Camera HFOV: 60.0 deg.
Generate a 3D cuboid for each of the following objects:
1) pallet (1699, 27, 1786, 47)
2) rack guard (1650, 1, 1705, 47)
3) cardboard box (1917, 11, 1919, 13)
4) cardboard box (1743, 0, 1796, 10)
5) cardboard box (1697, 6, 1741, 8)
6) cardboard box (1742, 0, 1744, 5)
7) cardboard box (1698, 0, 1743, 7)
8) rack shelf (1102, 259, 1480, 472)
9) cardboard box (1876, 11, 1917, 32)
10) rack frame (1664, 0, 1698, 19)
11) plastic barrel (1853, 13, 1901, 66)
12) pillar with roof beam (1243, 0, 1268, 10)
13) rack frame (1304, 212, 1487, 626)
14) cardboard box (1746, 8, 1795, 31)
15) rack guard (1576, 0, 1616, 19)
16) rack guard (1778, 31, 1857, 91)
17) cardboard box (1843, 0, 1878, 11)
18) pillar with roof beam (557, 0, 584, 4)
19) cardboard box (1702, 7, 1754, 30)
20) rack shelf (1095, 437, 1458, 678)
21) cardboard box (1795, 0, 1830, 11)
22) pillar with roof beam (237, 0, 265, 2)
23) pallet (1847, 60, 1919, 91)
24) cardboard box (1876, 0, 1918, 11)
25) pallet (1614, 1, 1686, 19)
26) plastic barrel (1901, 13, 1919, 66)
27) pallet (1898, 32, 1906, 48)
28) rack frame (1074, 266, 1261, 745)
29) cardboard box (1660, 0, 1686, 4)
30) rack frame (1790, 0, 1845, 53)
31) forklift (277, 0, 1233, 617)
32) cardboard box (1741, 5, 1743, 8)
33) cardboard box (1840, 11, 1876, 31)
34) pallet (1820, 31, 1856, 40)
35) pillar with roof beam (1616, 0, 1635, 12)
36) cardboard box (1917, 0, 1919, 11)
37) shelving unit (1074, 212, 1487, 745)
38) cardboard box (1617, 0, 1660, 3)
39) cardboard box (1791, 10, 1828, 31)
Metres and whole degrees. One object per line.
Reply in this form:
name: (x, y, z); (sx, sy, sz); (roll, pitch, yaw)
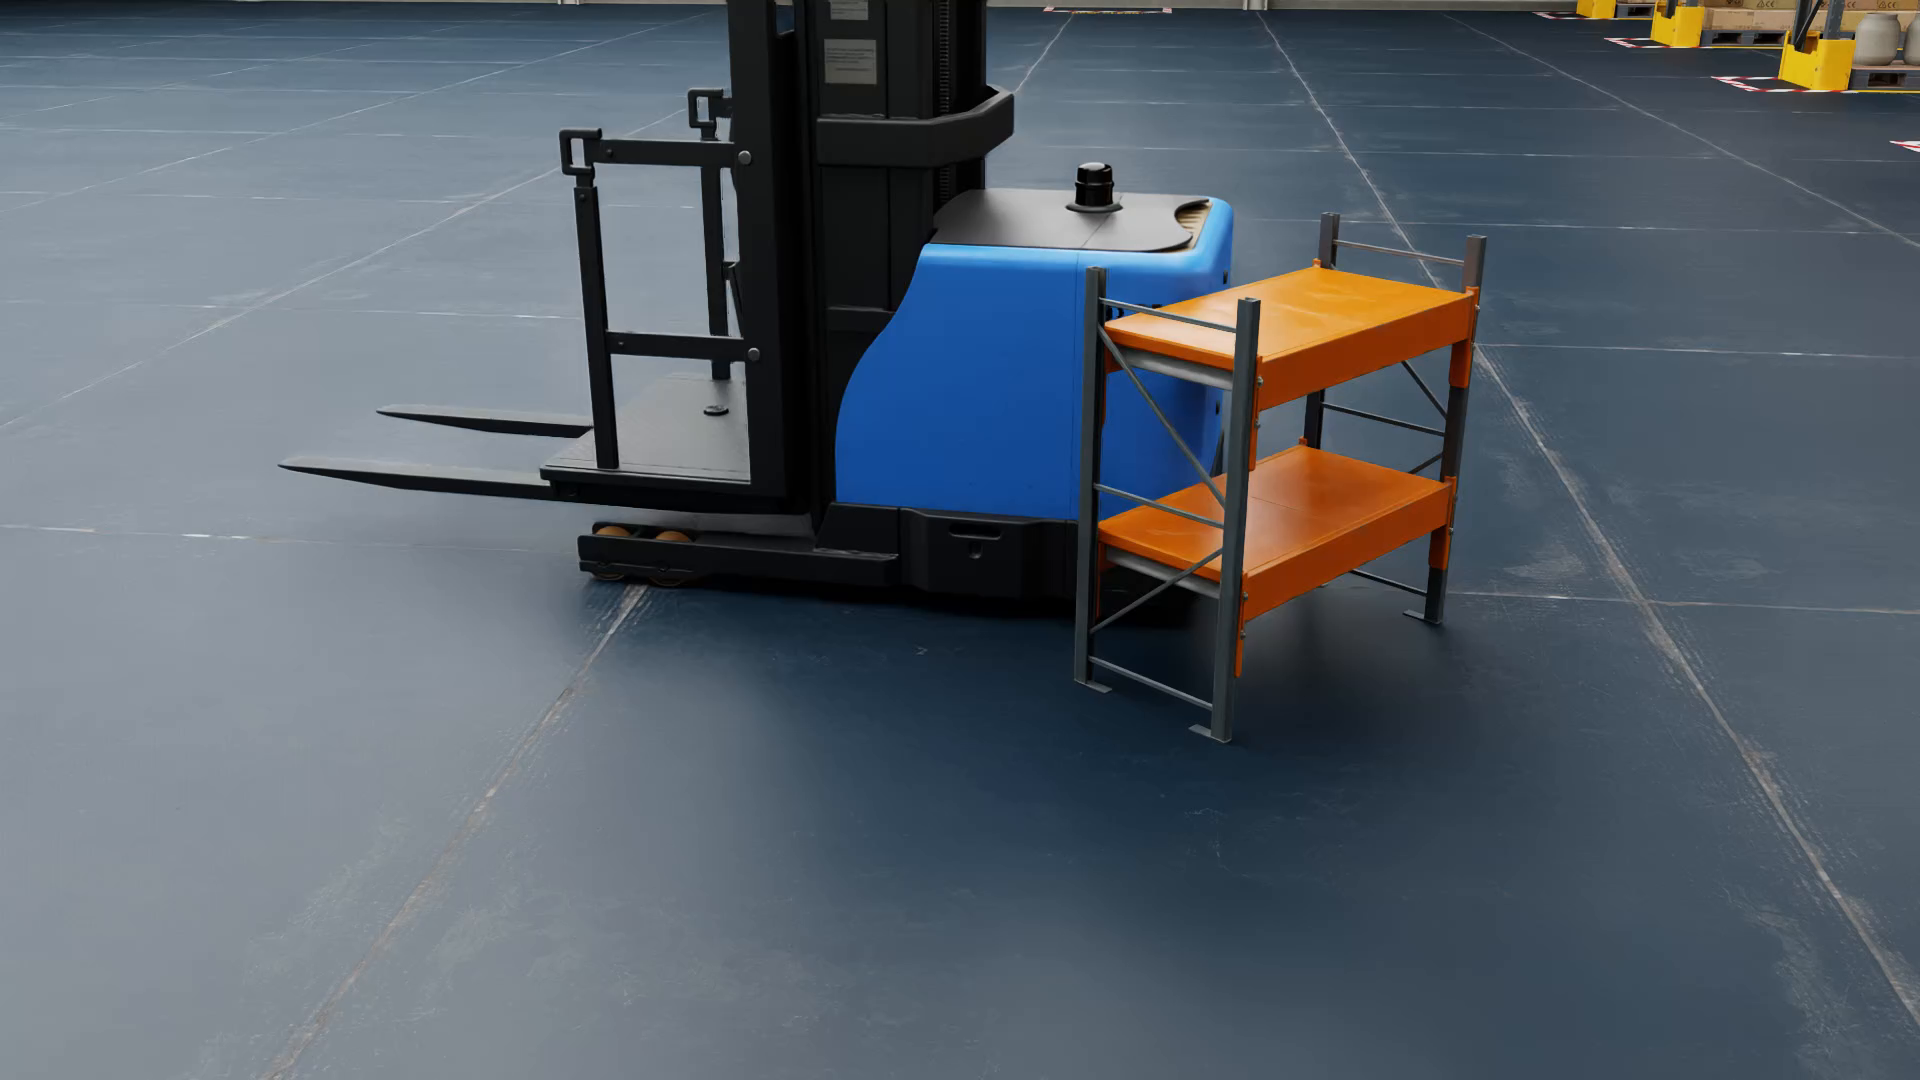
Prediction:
pallet: (10.357, -6.739, 22.197); (1.213, 0.211, 1.003); (2, 22, 6)
rack guard: (9.569, -6.892, 22.192); (0.348, 0.500, 1.175); (2, 22, 6)
cardboard box: (12.583, -6.762, 21.633); (0.500, 0.250, 0.500); (2, 22, 6)
cardboard box: (10.596, -7.193, 21.703); (0.500, 0.500, 0.500); (2, 22, 6)
cardboard box: (10.160, -7.054, 22.372); (0.500, 0.250, 0.500); (2, 22, 6)
cardboard box: (12.137, -8.767, 26.336); (0.500, 0.500, 0.700); (1, 22, 3)
cardboard box: (10.160, -7.404, 22.236); (0.500, 0.500, 0.500); (2, 22, 6)
rack shelf: (0.854, -0.485, 4.341); (1.000, 0.278, 0.538); (-20, 29, -41)
cardboard box: (12.085, -6.778, 21.674); (0.500, 0.250, 0.500); (2, 22, 6)
rack frame: (9.592, -8.053, 21.730); (0.127, 3.000, 1.000); (2, 22, 6)
plastic barrel: (9.668, -5.283, 17.534); (0.421, 0.512, 0.421); (0, 22, 0)
pillar with roof beam: (4.504, -11.625, 22.605); (0.400, 9.000, 9.100); (2, 22, 6)
rack frame: (1.215, -0.345, 4.781); (0.032, 1.125, 0.500); (-20, 29, -41)
cardboard box: (10.596, -6.845, 21.842); (0.500, 0.250, 0.500); (2, 22, 6)
rack guard: (10.247, -8.696, 26.756); (0.348, 0.500, 1.175); (2, 22, 6)
rack guard: (9.087, -5.096, 17.650); (0.348, 0.500, 1.175); (2, 22, 6)
cardboard box: (11.588, -7.148, 21.589); (0.500, 0.500, 0.500); (2, 22, 6)
pillar with roof beam: (-7.413, -12.144, 23.918); (0.400, 9.000, 9.100); (2, 22, 6)
cardboard box: (10.099, -6.865, 21.894); (0.500, 0.250, 0.500); (2, 22, 6)
rack shelf: (0.854, 0.015, 4.538); (1.000, 0.278, 0.538); (-20, 29, -41)
cardboard box: (11.094, -7.176, 21.660); (0.500, 0.500, 0.500); (2, 22, 6)
pillar with roof beam: (-13.371, -12.404, 24.575); (0.400, 9.000, 9.100); (2, 22, 6)
pallet: (9.893, -4.925, 17.609); (1.213, 0.211, 1.003); (2, 22, 6)
cardboard box: (12.086, -7.132, 21.548); (0.500, 0.500, 0.500); (2, 22, 6)
pallet: (11.050, -8.514, 26.687); (1.213, 0.211, 1.003); (2, 22, 6)
plastic barrel: (10.166, -5.261, 17.479); (0.421, 0.512, 0.421); (0, 22, 0)
pallet: (12.780, -6.633, 21.930); (1.213, 0.211, 1.003); (2, 22, 6)
rack frame: (0.493, -0.081, 4.115); (0.032, 1.125, 0.500); (-20, 29, -41)
cardboard box: (11.414, -8.729, 26.497); (0.500, 0.311, 0.500); (4, 22, 11)
rack frame: (9.006, -6.245, 17.156); (0.127, 3.000, 1.000); (2, 22, 6)
forklift: (-0.695, -1.404, 5.004); (3.031, 2.935, 1.130); (5, 22, 12)
cardboard box: (10.658, -7.037, 22.328); (0.500, 0.250, 0.500); (2, 22, 6)
cardboard box: (11.588, -6.800, 21.728); (0.500, 0.250, 0.500); (2, 22, 6)
pallet: (11.565, -6.685, 22.061); (1.213, 0.211, 1.003); (2, 22, 6)
pillar with roof beam: (10.462, -11.365, 21.948); (0.400, 9.000, 9.100); (2, 22, 6)
cardboard box: (12.583, -7.111, 21.497); (0.500, 0.500, 0.500); (2, 22, 6)
shelving unit: (0.854, -0.213, 4.448); (1.048, 1.125, 0.538); (-20, 29, -41)
cardboard box: (10.848, -8.753, 26.559); (0.500, 0.311, 0.500); (0, 22, 0)
cardboard box: (11.092, -6.823, 21.787); (0.500, 0.250, 0.500); (2, 22, 6)
